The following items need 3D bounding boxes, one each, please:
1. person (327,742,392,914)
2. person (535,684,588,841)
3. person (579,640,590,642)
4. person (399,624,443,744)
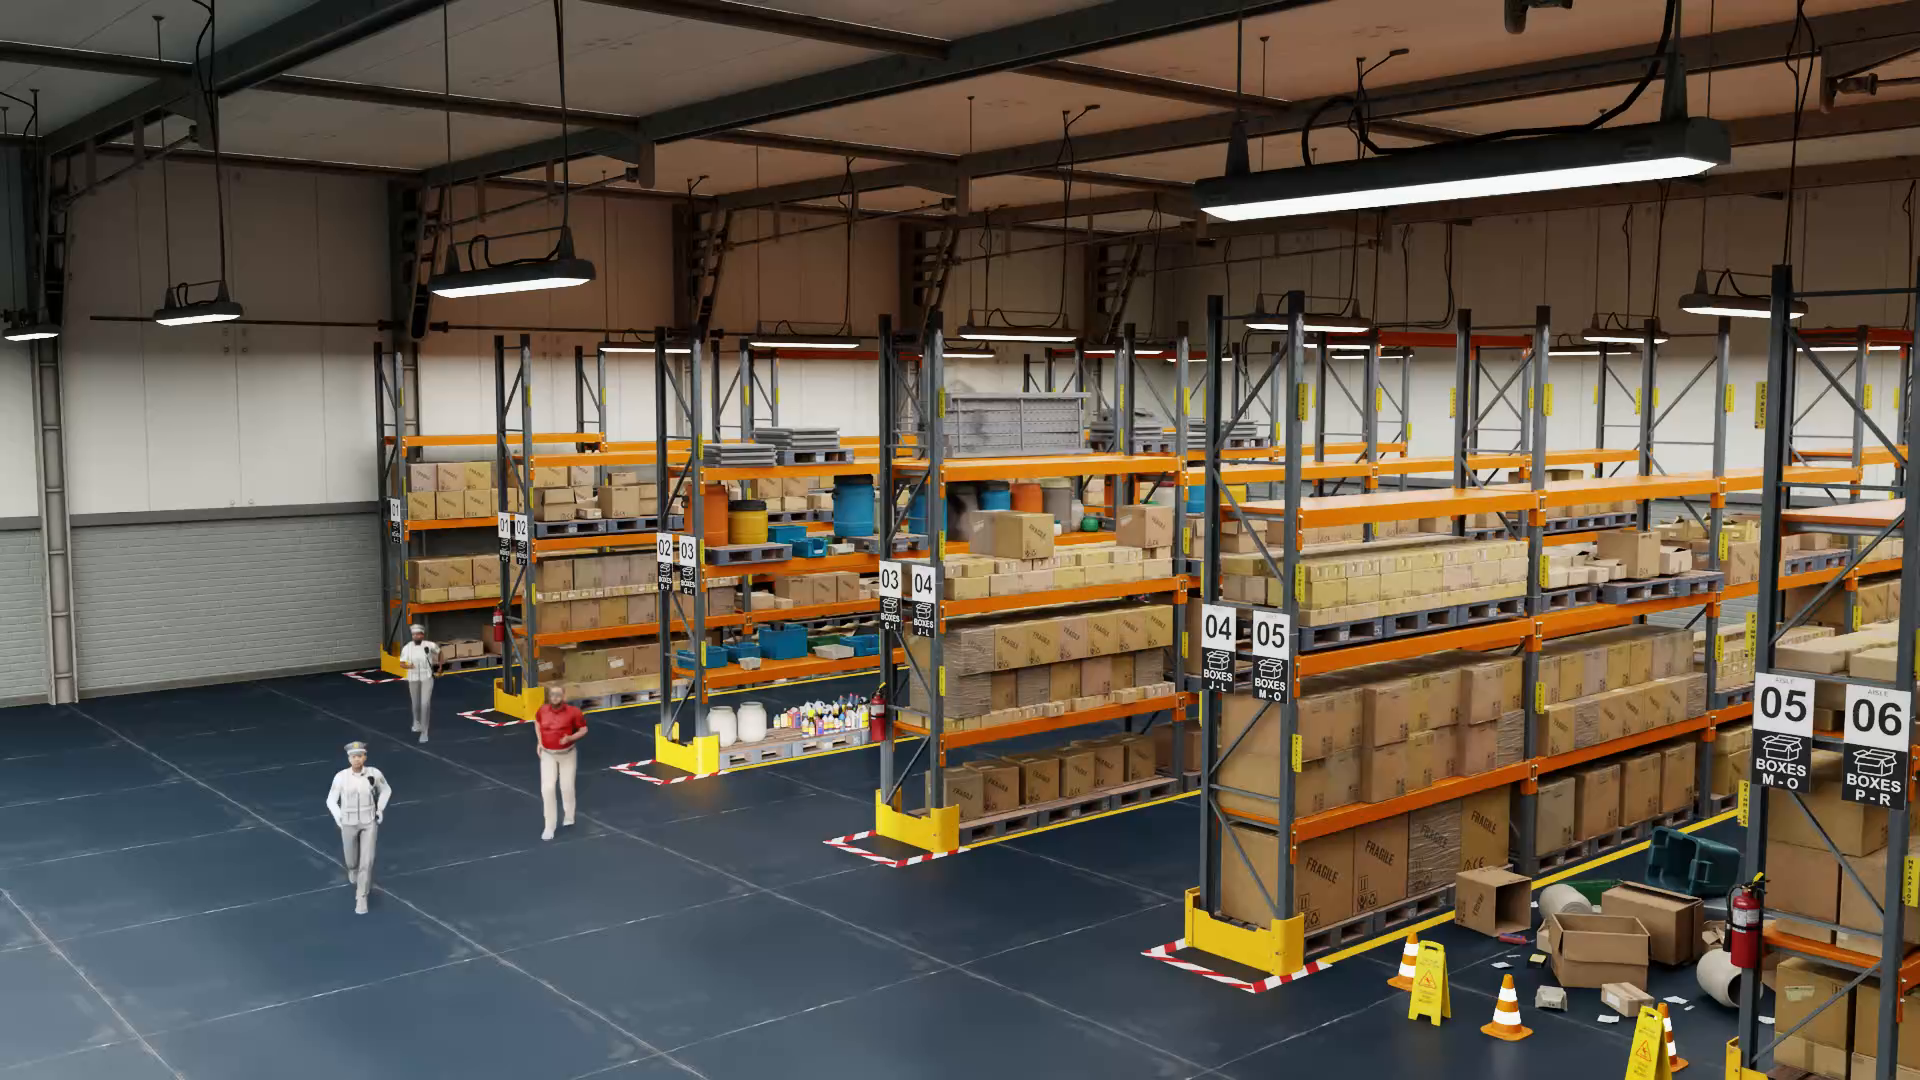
[{"bbox_3d":[-6.010,2.832,16.669,0.617,1.682,0.747,-2,6,-20],"label":"person"},{"bbox_3d":[-4.643,2.559,19.350,0.645,1.789,0.816,0,5,-5],"label":"person"},{"bbox_3d":[-6.477,1.671,28.810,0.680,1.750,0.626,5,7,45],"label":"person"},{"bbox_3d":[-7.959,2.094,24.597,0.588,1.736,0.896,-1,5,-9],"label":"person"}]
